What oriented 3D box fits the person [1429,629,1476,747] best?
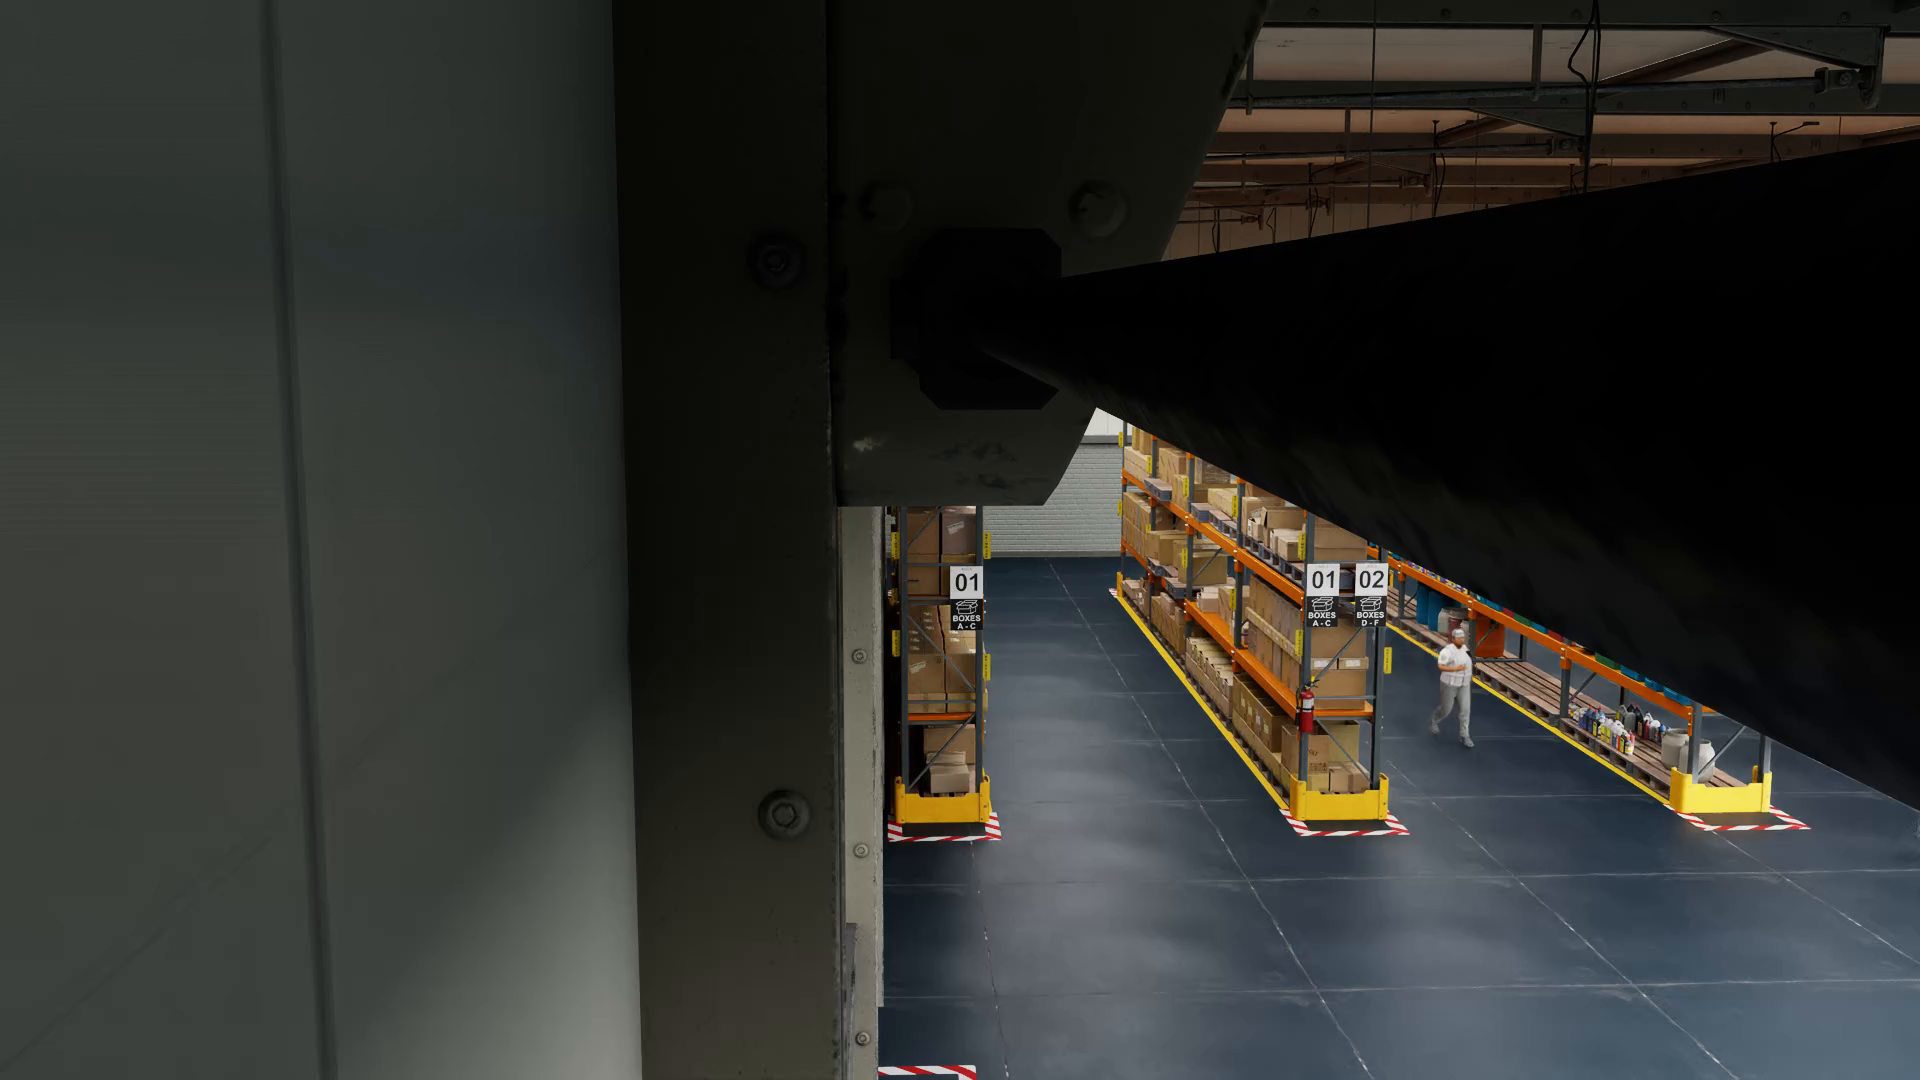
[{"bbox_3d":[7.187,2.101,24.187,0.637,1.657,0.907,-3,8,-19],"label":"person"}]
